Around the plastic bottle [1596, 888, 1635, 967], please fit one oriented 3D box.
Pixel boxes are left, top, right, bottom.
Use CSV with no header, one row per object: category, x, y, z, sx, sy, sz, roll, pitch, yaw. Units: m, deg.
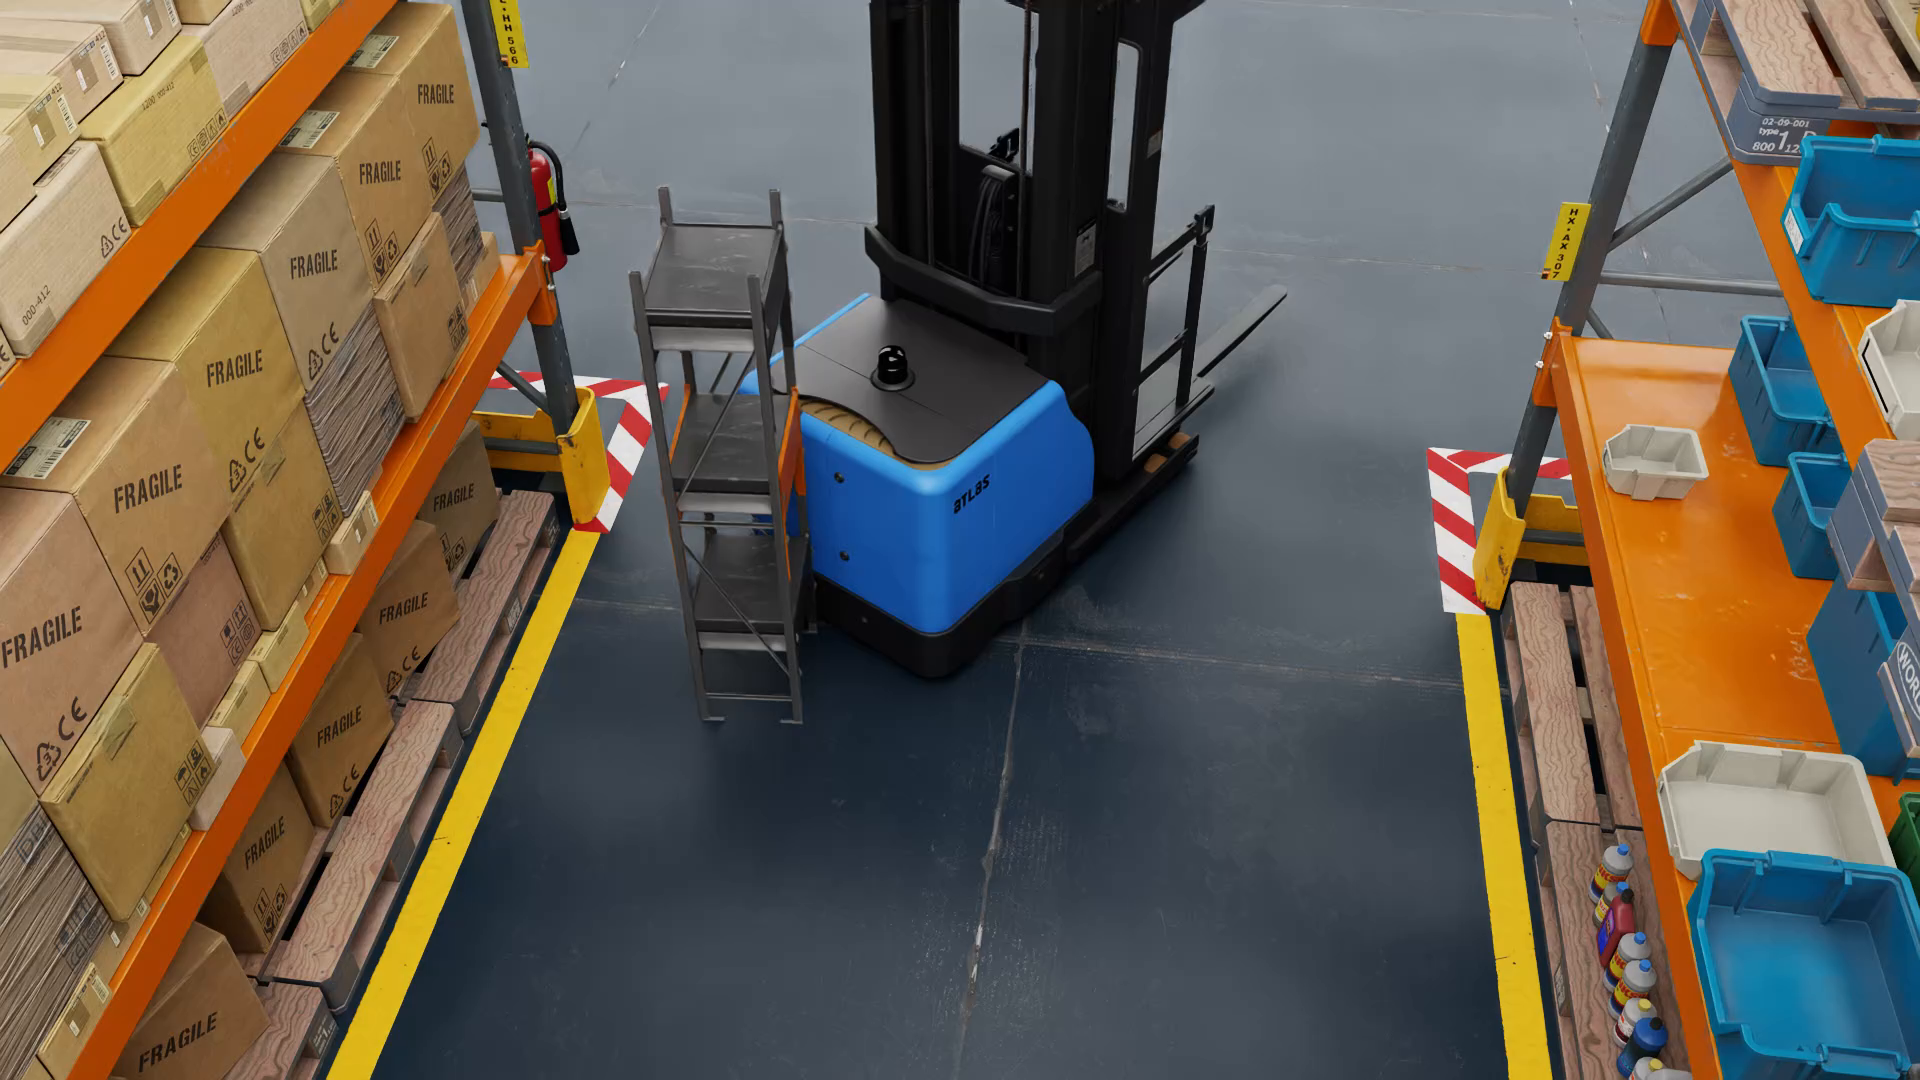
plastic bottle,2.144,1.261,5.414,0.061,0.283,0.133,6,44,6

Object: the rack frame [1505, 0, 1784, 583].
rack frame,2.740,-0.926,6.068,1.000,3.000,0.127,5,44,6

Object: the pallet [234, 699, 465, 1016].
pallet,-2.486,1.068,5.991,1.003,0.211,1.213,5,44,6

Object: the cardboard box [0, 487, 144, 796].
cardboard box,-2.322,0.218,3.844,0.500,0.500,0.500,5,44,6

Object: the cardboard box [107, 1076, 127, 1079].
cardboard box,-2.606,1.837,4.664,0.500,0.500,0.500,4,44,4

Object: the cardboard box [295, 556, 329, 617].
cardboard box,-2.198,0.124,5.142,0.380,0.149,0.250,5,44,6

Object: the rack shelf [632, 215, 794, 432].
rack shelf,-0.801,-0.715,5.502,0.431,0.518,0.480,2,43,2

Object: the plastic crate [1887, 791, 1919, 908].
plastic crate,2.671,0.978,4.212,0.450,0.188,0.662,5,44,6

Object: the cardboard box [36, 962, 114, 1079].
cardboard box,-2.326,1.153,4.055,0.380,0.149,0.250,5,44,6

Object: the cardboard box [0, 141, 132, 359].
cardboard box,-2.244,-0.666,3.722,0.500,0.250,0.500,4,44,4

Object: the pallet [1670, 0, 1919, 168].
pallet,2.534,-1.391,4.516,1.003,0.211,1.213,5,44,6

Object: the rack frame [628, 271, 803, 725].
rack frame,-0.814,-0.050,5.797,0.400,2.100,0.015,2,43,2

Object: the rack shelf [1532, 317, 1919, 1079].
rack shelf,2.476,0.699,4.876,1.077,0.370,4.000,5,44,6

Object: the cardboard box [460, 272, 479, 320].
cardboard box,-2.036,-0.901,6.225,0.380,0.149,0.250,5,44,6

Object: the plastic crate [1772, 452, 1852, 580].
plastic crate,2.879,-0.061,5.263,0.499,0.251,0.408,5,44,6

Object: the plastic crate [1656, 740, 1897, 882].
plastic crate,2.175,0.767,4.473,0.530,0.136,0.437,5,44,6

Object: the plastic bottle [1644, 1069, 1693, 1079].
plastic bottle,2.104,1.703,4.953,0.152,0.276,0.135,6,44,6

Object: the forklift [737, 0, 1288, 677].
forklift,0.436,-1.478,6.701,1.130,2.935,3.031,28,50,27

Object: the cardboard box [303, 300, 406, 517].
cardboard box,-2.325,-0.459,5.286,0.875,0.500,0.500,5,44,6

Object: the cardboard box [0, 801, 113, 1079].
cardboard box,-2.577,0.905,3.846,0.875,0.500,0.500,5,44,6

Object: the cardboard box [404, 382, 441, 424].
cardboard box,-2.066,-0.557,5.862,0.380,0.149,0.250,5,44,6

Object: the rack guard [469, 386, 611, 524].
rack guard,-2.179,-0.416,7.348,1.175,0.500,0.348,5,44,6

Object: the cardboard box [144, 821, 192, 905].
cardboard box,-2.296,0.809,4.419,0.380,0.149,0.250,5,44,6

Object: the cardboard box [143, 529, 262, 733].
cardboard box,-2.510,0.217,4.572,0.875,0.500,0.500,5,44,6

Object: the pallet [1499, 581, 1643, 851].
pallet,2.664,0.696,6.383,1.003,0.211,1.213,5,44,6

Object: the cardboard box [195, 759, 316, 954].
cardboard box,-2.533,1.015,5.531,0.500,0.500,0.500,2,43,2

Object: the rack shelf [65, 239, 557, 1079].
rack shelf,-2.434,0.249,5.351,1.077,0.370,4.000,5,44,6

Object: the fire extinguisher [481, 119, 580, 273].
fire extinguisher,-1.697,-1.384,6.608,0.296,0.674,0.183,5,44,6

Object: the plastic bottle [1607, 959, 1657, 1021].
plastic bottle,2.133,1.415,5.261,0.097,0.271,0.097,0,43,0

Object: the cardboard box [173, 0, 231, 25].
cardboard box,-2.076,-1.452,4.261,0.380,0.149,0.250,3,44,3

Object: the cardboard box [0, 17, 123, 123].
cardboard box,-2.214,-1.093,3.883,0.380,0.149,0.250,6,44,7

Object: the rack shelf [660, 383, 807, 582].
rack shelf,-0.801,-0.207,5.984,0.431,0.518,0.480,2,43,2

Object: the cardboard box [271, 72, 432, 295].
cardboard box,-2.057,-1.145,5.283,0.500,0.500,0.500,5,44,6

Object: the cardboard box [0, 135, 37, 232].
cardboard box,-2.214,-0.738,3.507,0.380,0.149,0.250,4,44,5

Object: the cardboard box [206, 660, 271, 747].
cardboard box,-2.231,0.468,4.779,0.380,0.149,0.250,5,44,6

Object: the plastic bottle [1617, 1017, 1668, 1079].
plastic bottle,2.106,1.553,5.115,0.097,0.271,0.097,0,43,0

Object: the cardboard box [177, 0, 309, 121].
cardboard box,-2.120,-1.370,4.465,0.500,0.250,0.500,6,44,6

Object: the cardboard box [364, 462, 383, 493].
cardboard box,-2.151,-0.218,5.504,0.380,0.149,0.250,5,44,6

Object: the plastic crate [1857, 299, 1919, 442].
plastic crate,2.023,-0.324,3.442,0.243,0.136,0.396,5,44,6

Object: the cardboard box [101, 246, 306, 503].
cardboard box,-2.200,-0.464,4.564,0.500,0.500,0.500,5,44,6

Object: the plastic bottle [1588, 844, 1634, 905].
plastic bottle,2.192,1.113,5.580,0.097,0.271,0.097,0,43,0

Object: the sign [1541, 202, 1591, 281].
sign,2.195,-1.079,6.029,0.100,0.325,0.005,5,44,6

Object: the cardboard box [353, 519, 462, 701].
cardboard box,-2.314,0.214,6.377,0.500,0.500,0.500,16,46,16

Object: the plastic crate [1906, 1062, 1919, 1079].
plastic crate,2.407,1.478,3.575,0.767,0.338,0.504,5,44,6

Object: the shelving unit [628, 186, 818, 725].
shelving unit,-0.801,-0.217,5.974,0.431,2.100,0.503,2,43,2

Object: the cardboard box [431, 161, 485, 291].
cardboard box,-2.269,-1.148,6.014,0.875,0.500,0.500,5,44,6
